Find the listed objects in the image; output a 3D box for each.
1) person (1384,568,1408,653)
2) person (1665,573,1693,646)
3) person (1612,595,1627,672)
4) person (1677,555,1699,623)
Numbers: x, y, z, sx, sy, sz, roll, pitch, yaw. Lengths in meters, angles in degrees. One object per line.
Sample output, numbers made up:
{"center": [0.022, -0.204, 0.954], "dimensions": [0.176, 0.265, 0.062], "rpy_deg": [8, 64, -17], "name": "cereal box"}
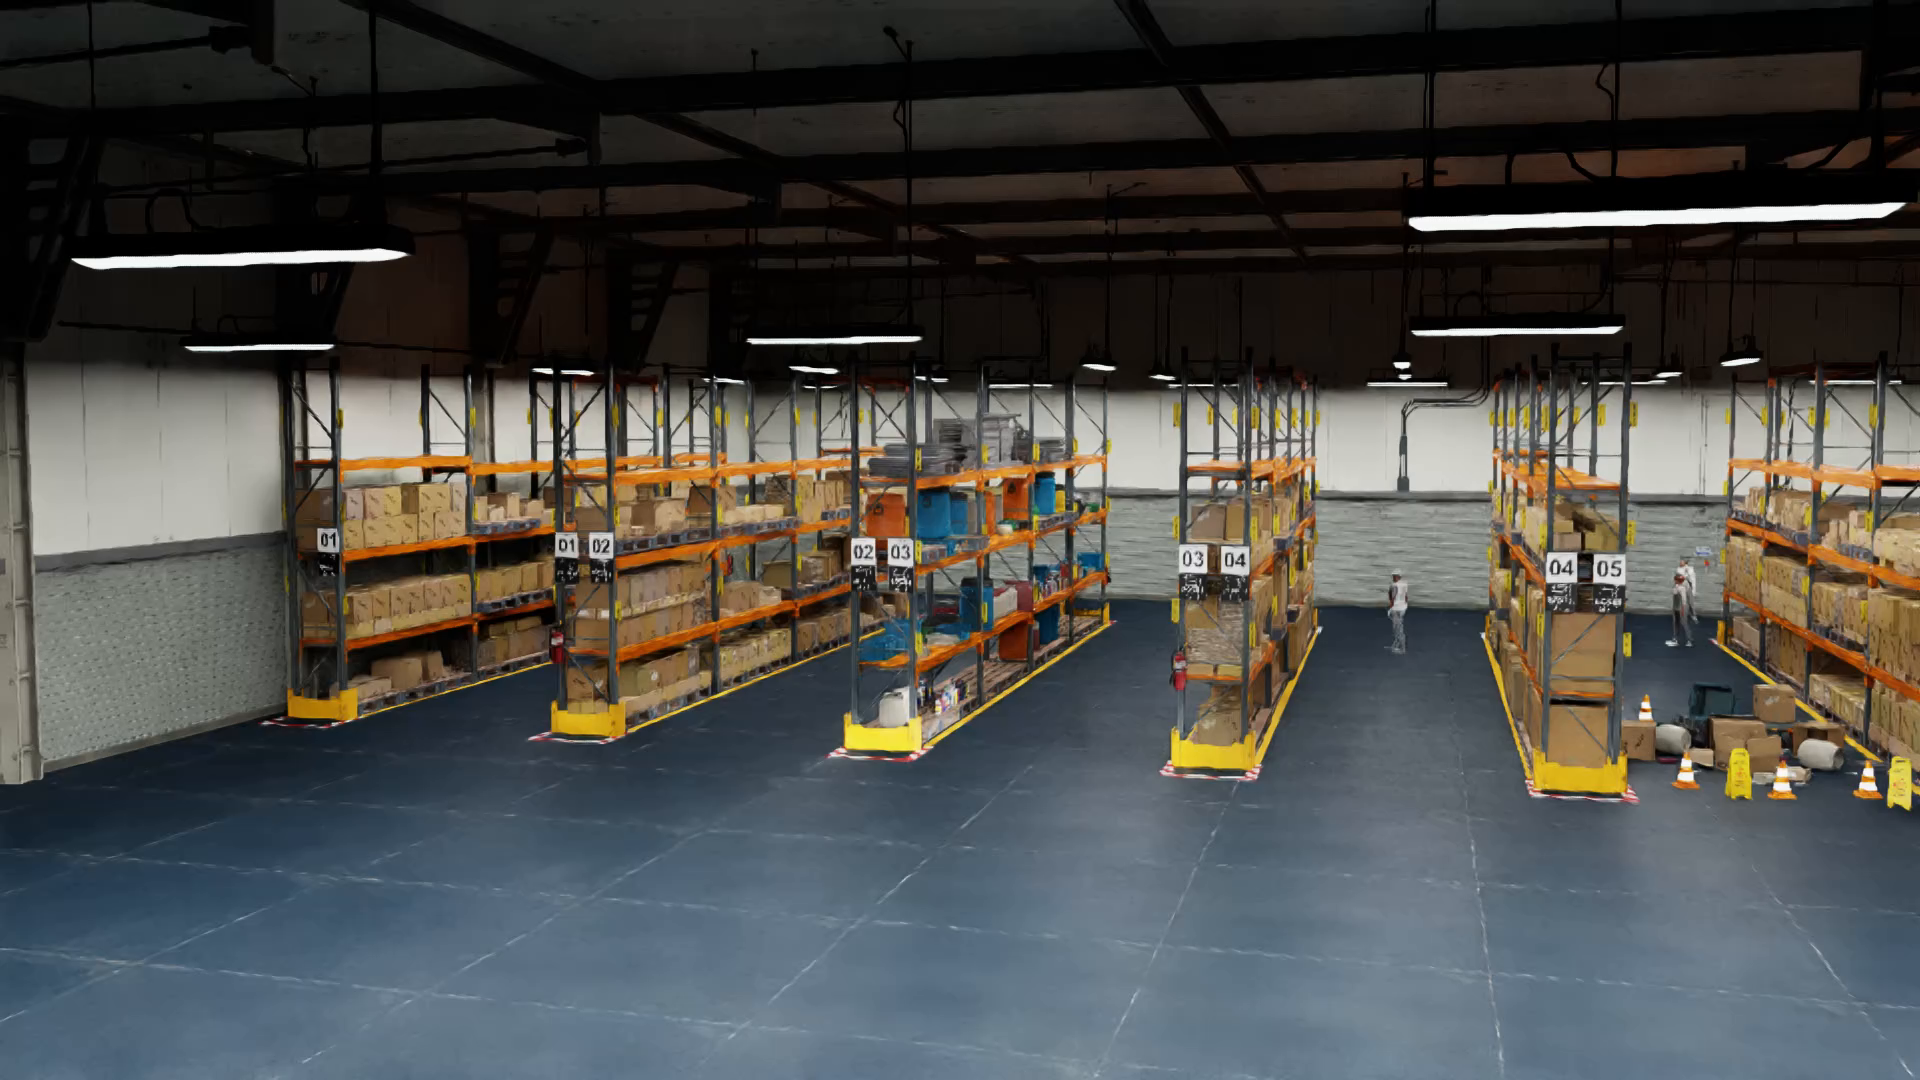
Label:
{"center": [9.309, 1.492, 35.503], "dimensions": [0.589, 1.782, 0.676], "rpy_deg": [3, 5, 37], "name": "person"}
{"center": [15.835, 1.525, 36.521], "dimensions": [0.480, 1.594, 0.536], "rpy_deg": [0, 4, 4], "name": "person"}
{"center": [12.863, 1.691, 32.782], "dimensions": [0.631, 1.781, 0.552], "rpy_deg": [-4, 6, -44], "name": "person"}
{"center": [17.777, 1.195, 40.638], "dimensions": [0.548, 1.665, 0.521], "rpy_deg": [-3, 5, -38], "name": "person"}
